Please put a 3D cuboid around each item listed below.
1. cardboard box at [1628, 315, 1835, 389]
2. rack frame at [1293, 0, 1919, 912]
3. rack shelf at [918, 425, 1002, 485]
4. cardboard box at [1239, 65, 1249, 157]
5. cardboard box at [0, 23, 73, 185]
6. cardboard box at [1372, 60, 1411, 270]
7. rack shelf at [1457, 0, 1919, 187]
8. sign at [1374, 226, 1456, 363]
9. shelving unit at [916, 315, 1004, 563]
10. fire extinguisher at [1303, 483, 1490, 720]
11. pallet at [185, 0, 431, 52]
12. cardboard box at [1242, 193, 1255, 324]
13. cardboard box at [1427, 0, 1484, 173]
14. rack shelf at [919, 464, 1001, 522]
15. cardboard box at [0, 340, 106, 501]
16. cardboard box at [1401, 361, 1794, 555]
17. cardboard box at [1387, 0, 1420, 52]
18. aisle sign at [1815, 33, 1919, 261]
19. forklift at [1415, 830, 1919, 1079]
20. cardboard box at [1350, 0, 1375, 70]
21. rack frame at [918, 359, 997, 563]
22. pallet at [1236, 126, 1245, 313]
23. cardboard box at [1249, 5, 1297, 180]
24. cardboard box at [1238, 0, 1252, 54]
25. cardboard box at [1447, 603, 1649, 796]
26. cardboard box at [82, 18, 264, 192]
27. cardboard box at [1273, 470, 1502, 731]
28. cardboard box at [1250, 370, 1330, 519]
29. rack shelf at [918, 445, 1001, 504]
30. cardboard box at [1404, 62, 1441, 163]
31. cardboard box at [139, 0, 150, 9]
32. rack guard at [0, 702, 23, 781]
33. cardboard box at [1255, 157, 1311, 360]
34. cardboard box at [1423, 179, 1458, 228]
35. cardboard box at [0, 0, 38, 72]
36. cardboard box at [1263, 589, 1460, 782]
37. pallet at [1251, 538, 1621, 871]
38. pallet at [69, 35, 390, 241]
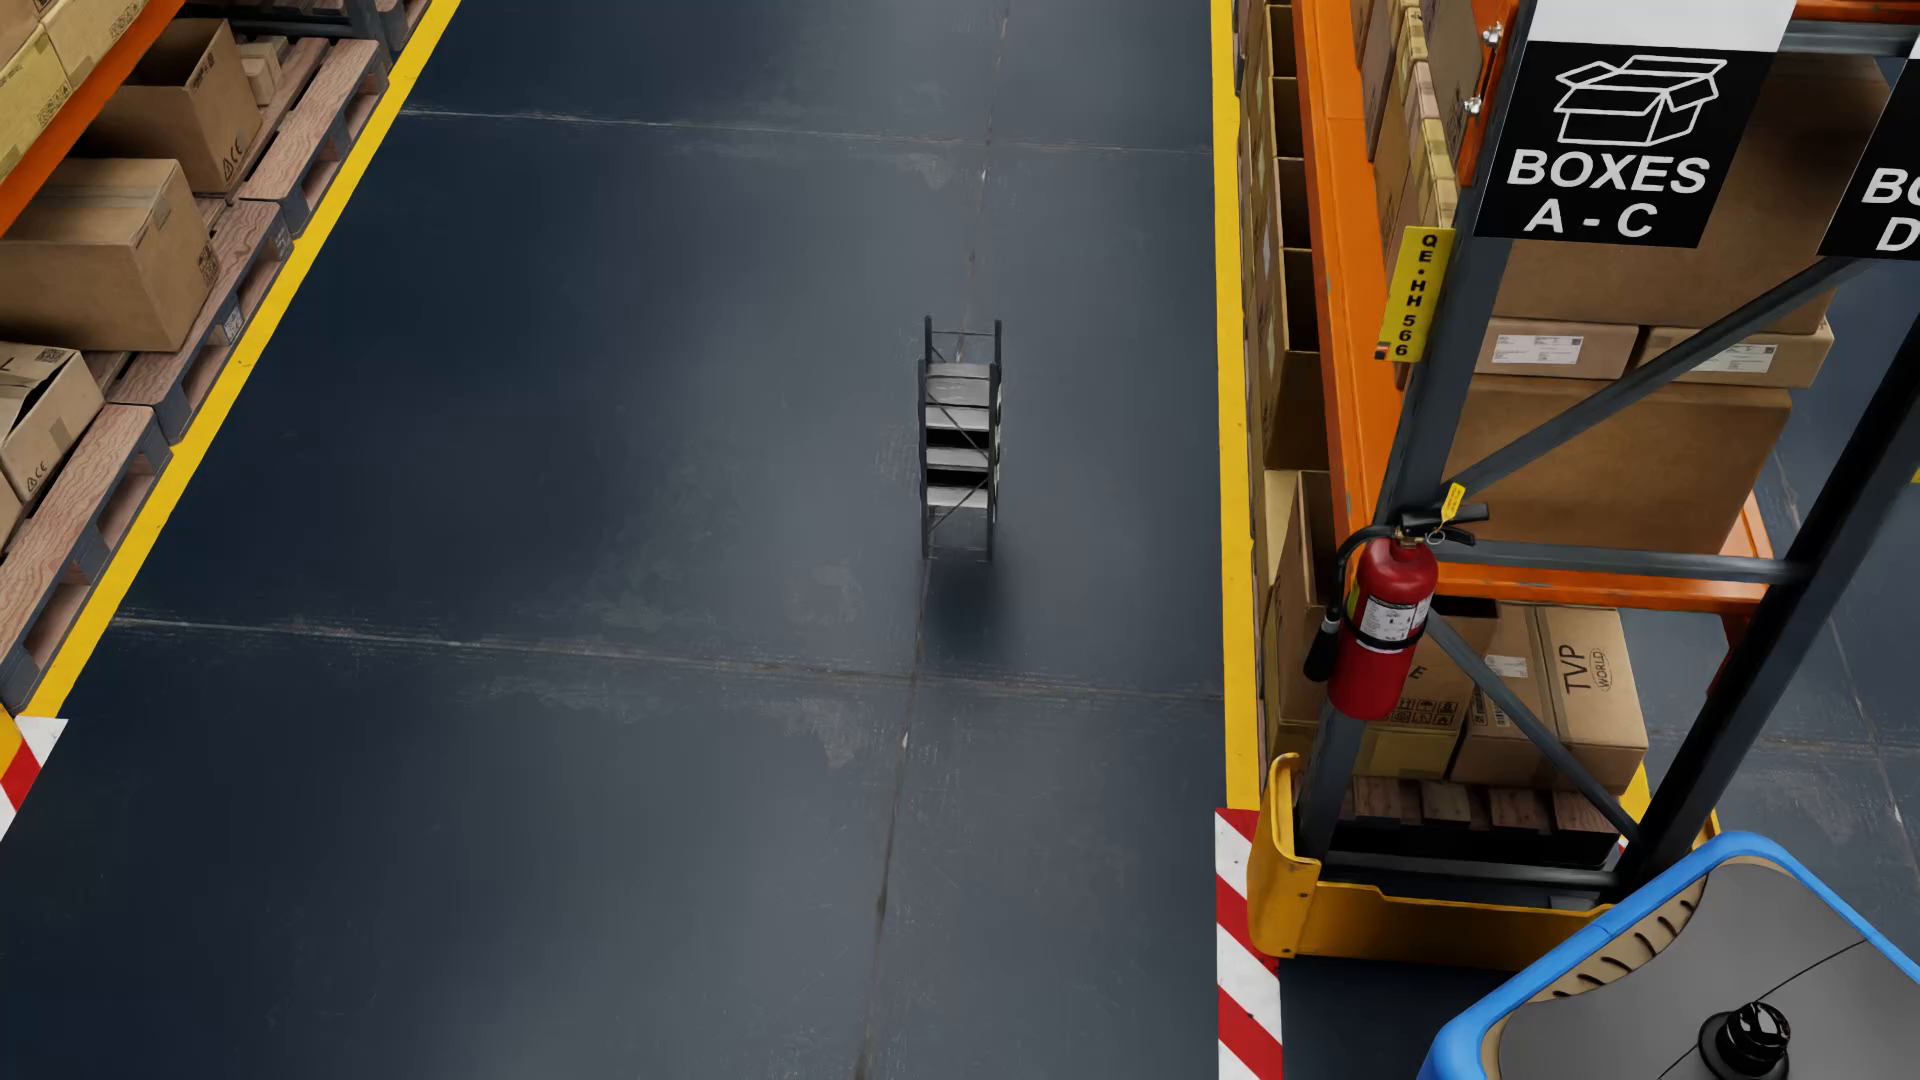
[{"bbox_3d":[1.665,-0.477,3.646,0.380,0.149,0.250,4,48,3],"label":"cardboard box"},{"bbox_3d":[1.415,0.050,3.672,1.000,3.000,0.127,4,48,4],"label":"rack frame"},{"bbox_3d":[0.001,-0.287,5.448,0.258,0.077,0.200,4,48,4],"label":"rack shelf"},{"bbox_3d":[1.436,-1.783,6.927,0.500,0.250,0.500,4,48,4],"label":"cardboard box"},{"bbox_3d":[-3.072,-1.331,5.022,0.500,0.250,0.500,3,48,3],"label":"cardboard box"},{"bbox_3d":[1.565,-1.077,4.635,0.700,0.500,0.500,4,48,4],"label":"cardboard box"},{"bbox_3d":[1.597,-2.190,4.175,1.077,0.370,4.000,4,48,4],"label":"rack shelf"},{"bbox_3d":[0.876,-0.468,3.200,0.100,0.325,0.005,4,48,4],"label":"sign"},{"bbox_3d":[0.001,-0.310,5.423,0.258,0.900,0.210,4,48,4],"label":"shelving unit"},{"bbox_3d":[0.942,0.131,3.650,0.296,0.674,0.183,4,48,4],"label":"fire extinguisher"},{"bbox_3d":[-3.084,-2.851,8.215,1.003,0.211,1.213,4,48,4],"label":"pallet"},{"bbox_3d":[1.334,-1.049,6.255,0.500,0.250,0.500,4,48,4],"label":"cardboard box"},{"bbox_3d":[1.518,-1.190,3.859,0.700,0.500,0.500,3,48,3],"label":"cardboard box"},{"bbox_3d":[0.001,-0.166,5.581,0.258,0.077,0.200,4,48,4],"label":"rack shelf"},{"bbox_3d":[-3.314,-0.443,5.647,0.500,0.311,0.500,7,48,7],"label":"cardboard box"},{"bbox_3d":[1.470,-0.326,3.948,0.700,0.500,0.500,4,48,4],"label":"cardboard box"},{"bbox_3d":[1.377,-1.448,4.534,0.380,0.149,0.250,5,48,5],"label":"cardboard box"},{"bbox_3d":[1.714,-0.759,2.650,0.394,0.787,0.004,4,48,4],"label":"aisle sign"},{"bbox_3d":[2.171,1.469,2.420,1.130,2.935,3.031,-26,53,-22],"label":"forklift"},{"bbox_3d":[1.654,-1.841,5.333,0.700,0.500,0.500,5,48,4],"label":"cardboard box"},{"bbox_3d":[-0.009,-0.235,5.355,0.240,0.900,0.006,4,48,4],"label":"rack frame"},{"bbox_3d":[1.666,-1.367,6.857,1.003,0.211,1.213,4,48,4],"label":"pallet"},{"bbox_3d":[1.388,-1.669,6.314,0.500,0.500,0.500,4,48,4],"label":"cardboard box"},{"bbox_3d":[1.529,-2.428,7.516,0.500,0.250,0.500,3,48,3],"label":"cardboard box"},{"bbox_3d":[1.686,0.457,4.878,0.500,0.250,0.500,4,48,4],"label":"cardboard box"},{"bbox_3d":[-3.208,-1.760,6.722,0.500,0.500,0.500,1,48,1],"label":"cardboard box"},{"bbox_3d":[1.168,0.169,4.634,0.500,0.500,0.500,4,48,4],"label":"cardboard box"},{"bbox_3d":[1.247,-0.314,5.583,0.500,0.250,0.500,4,48,4],"label":"cardboard box"},{"bbox_3d":[0.001,-0.226,5.514,0.258,0.077,0.200,4,48,4],"label":"rack shelf"},{"bbox_3d":[1.331,-1.062,4.181,0.380,0.149,0.250,4,48,4],"label":"cardboard box"},{"bbox_3d":[-2.979,-2.072,5.700,0.500,0.250,0.500,4,48,3],"label":"cardboard box"},{"bbox_3d":[-3.511,0.507,4.948,1.175,0.500,0.348,4,48,4],"label":"rack guard"},{"bbox_3d":[1.291,-0.935,5.643,0.500,0.500,0.500,4,48,4],"label":"cardboard box"},{"bbox_3d":[1.283,-0.689,3.840,0.380,0.149,0.250,5,48,5],"label":"cardboard box"},{"bbox_3d":[-3.067,-1.562,4.726,0.500,0.500,0.500,2,48,2],"label":"cardboard box"},{"bbox_3d":[1.170,0.422,4.910,0.500,0.250,0.500,4,48,4],"label":"cardboard box"},{"bbox_3d":[1.443,0.426,5.217,1.003,0.211,1.213,4,48,4],"label":"pallet"},{"bbox_3d":[-3.180,-1.783,7.238,1.003,0.211,1.213,4,48,4],"label":"pallet"}]
